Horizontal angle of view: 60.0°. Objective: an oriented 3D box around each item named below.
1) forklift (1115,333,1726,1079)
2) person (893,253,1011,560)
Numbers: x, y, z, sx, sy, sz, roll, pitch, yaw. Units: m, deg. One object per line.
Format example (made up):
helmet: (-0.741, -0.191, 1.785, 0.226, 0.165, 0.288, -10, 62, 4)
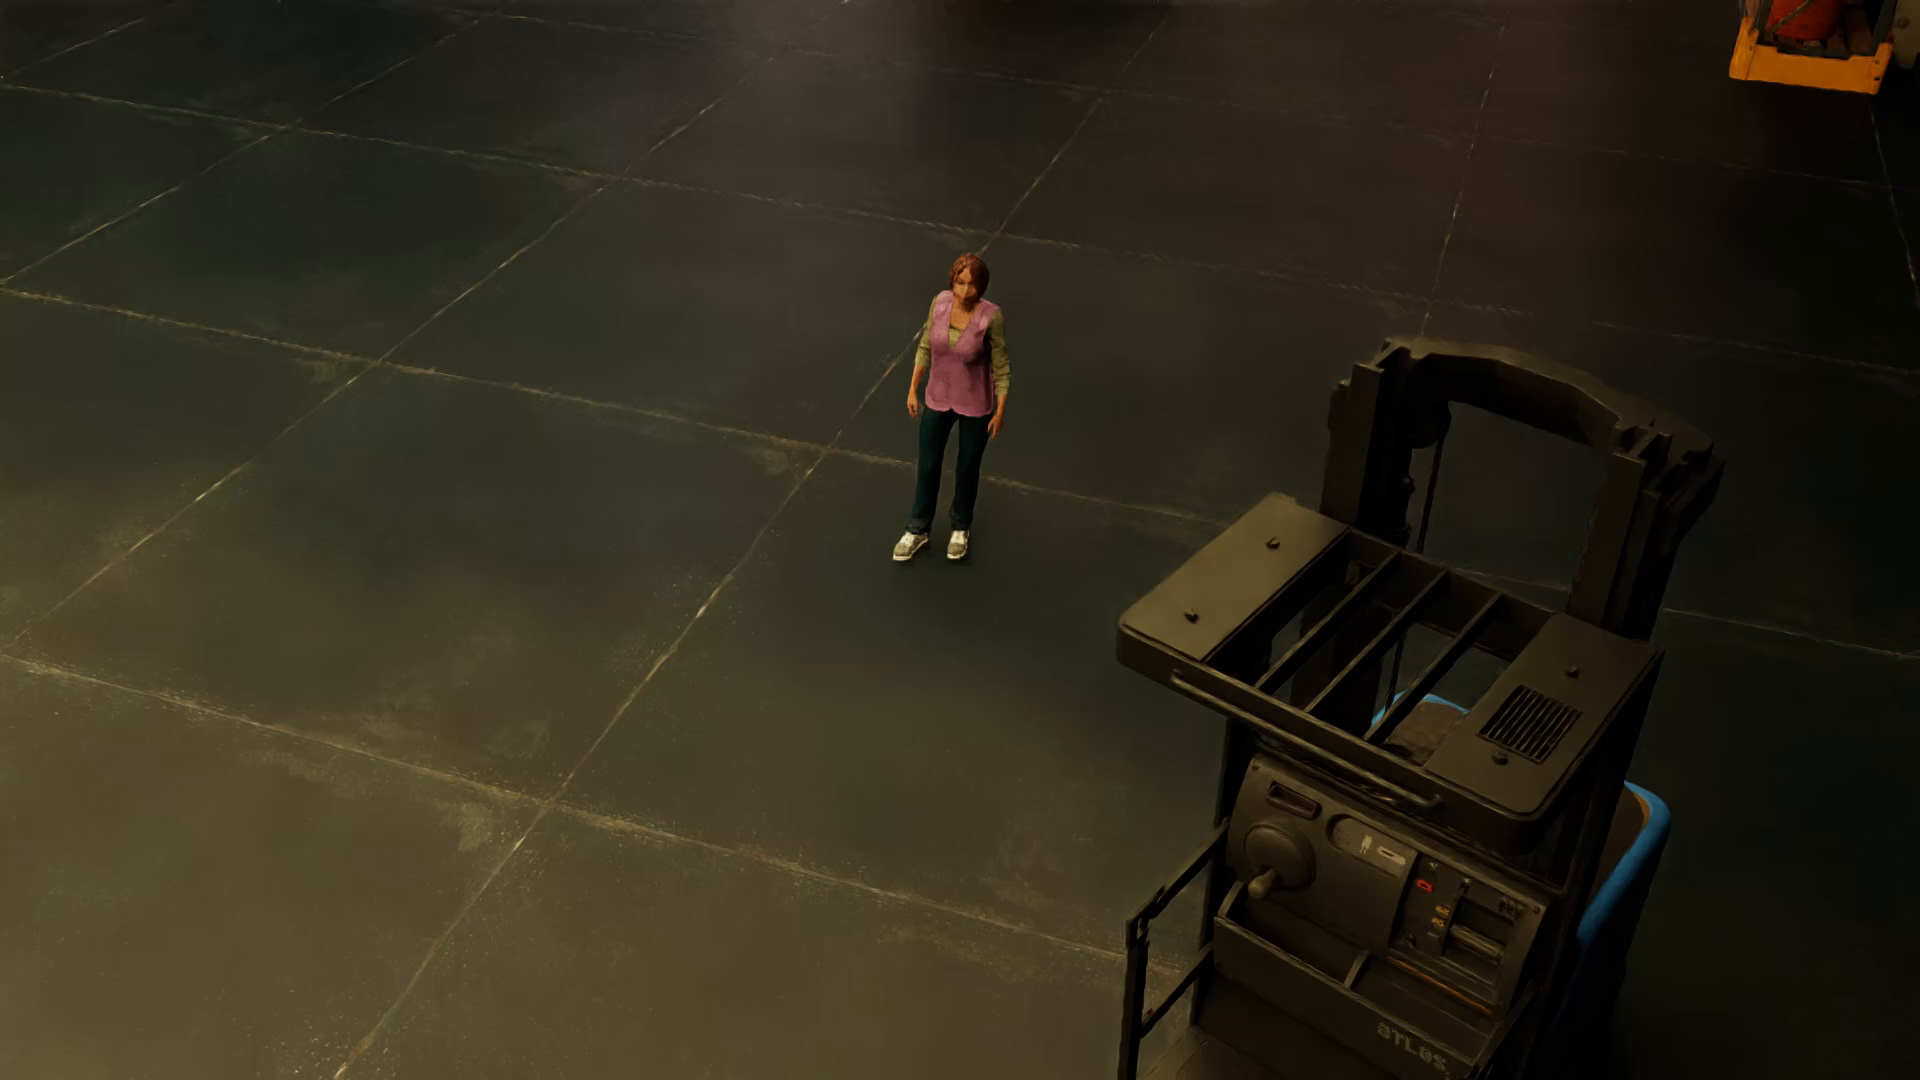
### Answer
forklift: (1.076, 1.034, 4.652, 1.130, 2.935, 3.031, 25, 43, 31)
person: (-0.038, -0.619, 8.126, 0.520, 1.597, 0.474, 12, 37, 16)
